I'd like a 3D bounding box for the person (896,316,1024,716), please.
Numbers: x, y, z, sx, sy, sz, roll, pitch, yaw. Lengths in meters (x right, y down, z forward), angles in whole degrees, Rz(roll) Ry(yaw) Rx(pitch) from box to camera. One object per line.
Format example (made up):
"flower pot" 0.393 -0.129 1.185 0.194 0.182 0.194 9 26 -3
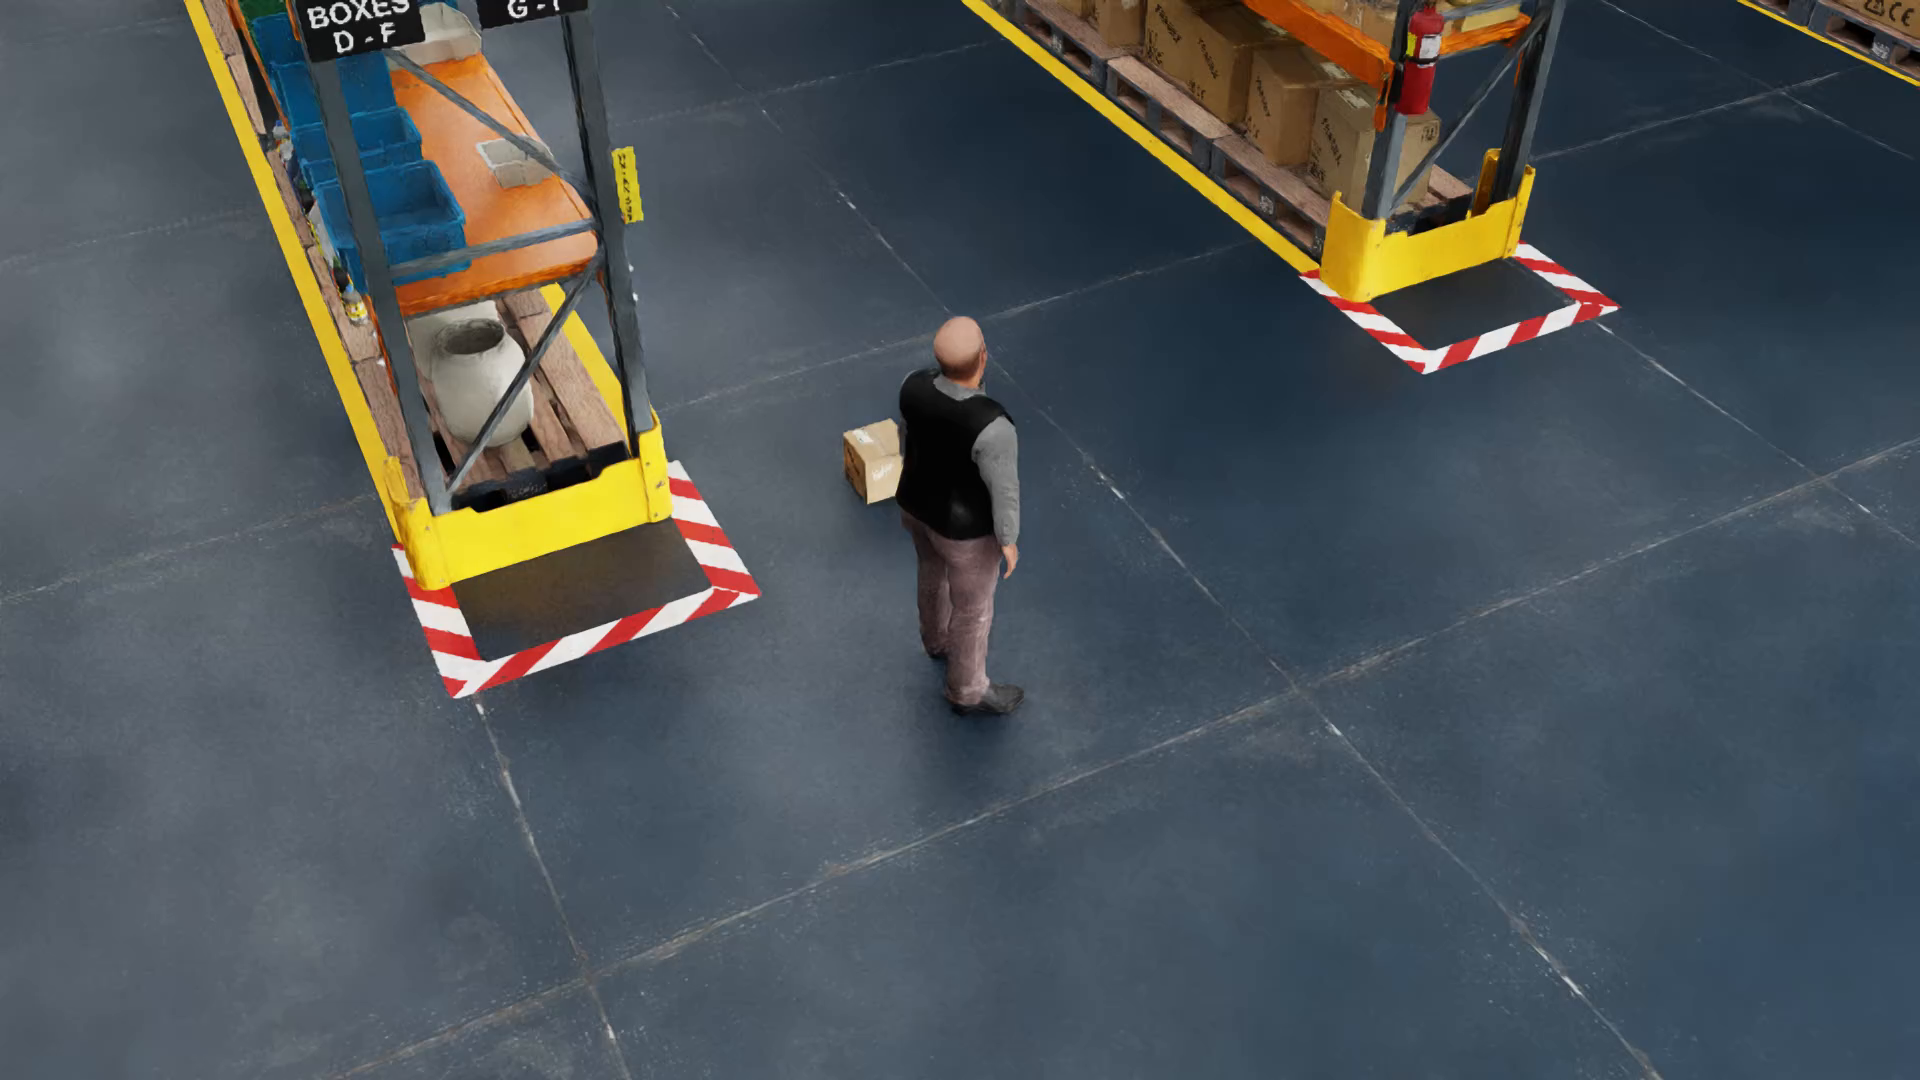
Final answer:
"person" 0.032 -0.113 6.265 0.588 1.730 0.470 33 51 32
